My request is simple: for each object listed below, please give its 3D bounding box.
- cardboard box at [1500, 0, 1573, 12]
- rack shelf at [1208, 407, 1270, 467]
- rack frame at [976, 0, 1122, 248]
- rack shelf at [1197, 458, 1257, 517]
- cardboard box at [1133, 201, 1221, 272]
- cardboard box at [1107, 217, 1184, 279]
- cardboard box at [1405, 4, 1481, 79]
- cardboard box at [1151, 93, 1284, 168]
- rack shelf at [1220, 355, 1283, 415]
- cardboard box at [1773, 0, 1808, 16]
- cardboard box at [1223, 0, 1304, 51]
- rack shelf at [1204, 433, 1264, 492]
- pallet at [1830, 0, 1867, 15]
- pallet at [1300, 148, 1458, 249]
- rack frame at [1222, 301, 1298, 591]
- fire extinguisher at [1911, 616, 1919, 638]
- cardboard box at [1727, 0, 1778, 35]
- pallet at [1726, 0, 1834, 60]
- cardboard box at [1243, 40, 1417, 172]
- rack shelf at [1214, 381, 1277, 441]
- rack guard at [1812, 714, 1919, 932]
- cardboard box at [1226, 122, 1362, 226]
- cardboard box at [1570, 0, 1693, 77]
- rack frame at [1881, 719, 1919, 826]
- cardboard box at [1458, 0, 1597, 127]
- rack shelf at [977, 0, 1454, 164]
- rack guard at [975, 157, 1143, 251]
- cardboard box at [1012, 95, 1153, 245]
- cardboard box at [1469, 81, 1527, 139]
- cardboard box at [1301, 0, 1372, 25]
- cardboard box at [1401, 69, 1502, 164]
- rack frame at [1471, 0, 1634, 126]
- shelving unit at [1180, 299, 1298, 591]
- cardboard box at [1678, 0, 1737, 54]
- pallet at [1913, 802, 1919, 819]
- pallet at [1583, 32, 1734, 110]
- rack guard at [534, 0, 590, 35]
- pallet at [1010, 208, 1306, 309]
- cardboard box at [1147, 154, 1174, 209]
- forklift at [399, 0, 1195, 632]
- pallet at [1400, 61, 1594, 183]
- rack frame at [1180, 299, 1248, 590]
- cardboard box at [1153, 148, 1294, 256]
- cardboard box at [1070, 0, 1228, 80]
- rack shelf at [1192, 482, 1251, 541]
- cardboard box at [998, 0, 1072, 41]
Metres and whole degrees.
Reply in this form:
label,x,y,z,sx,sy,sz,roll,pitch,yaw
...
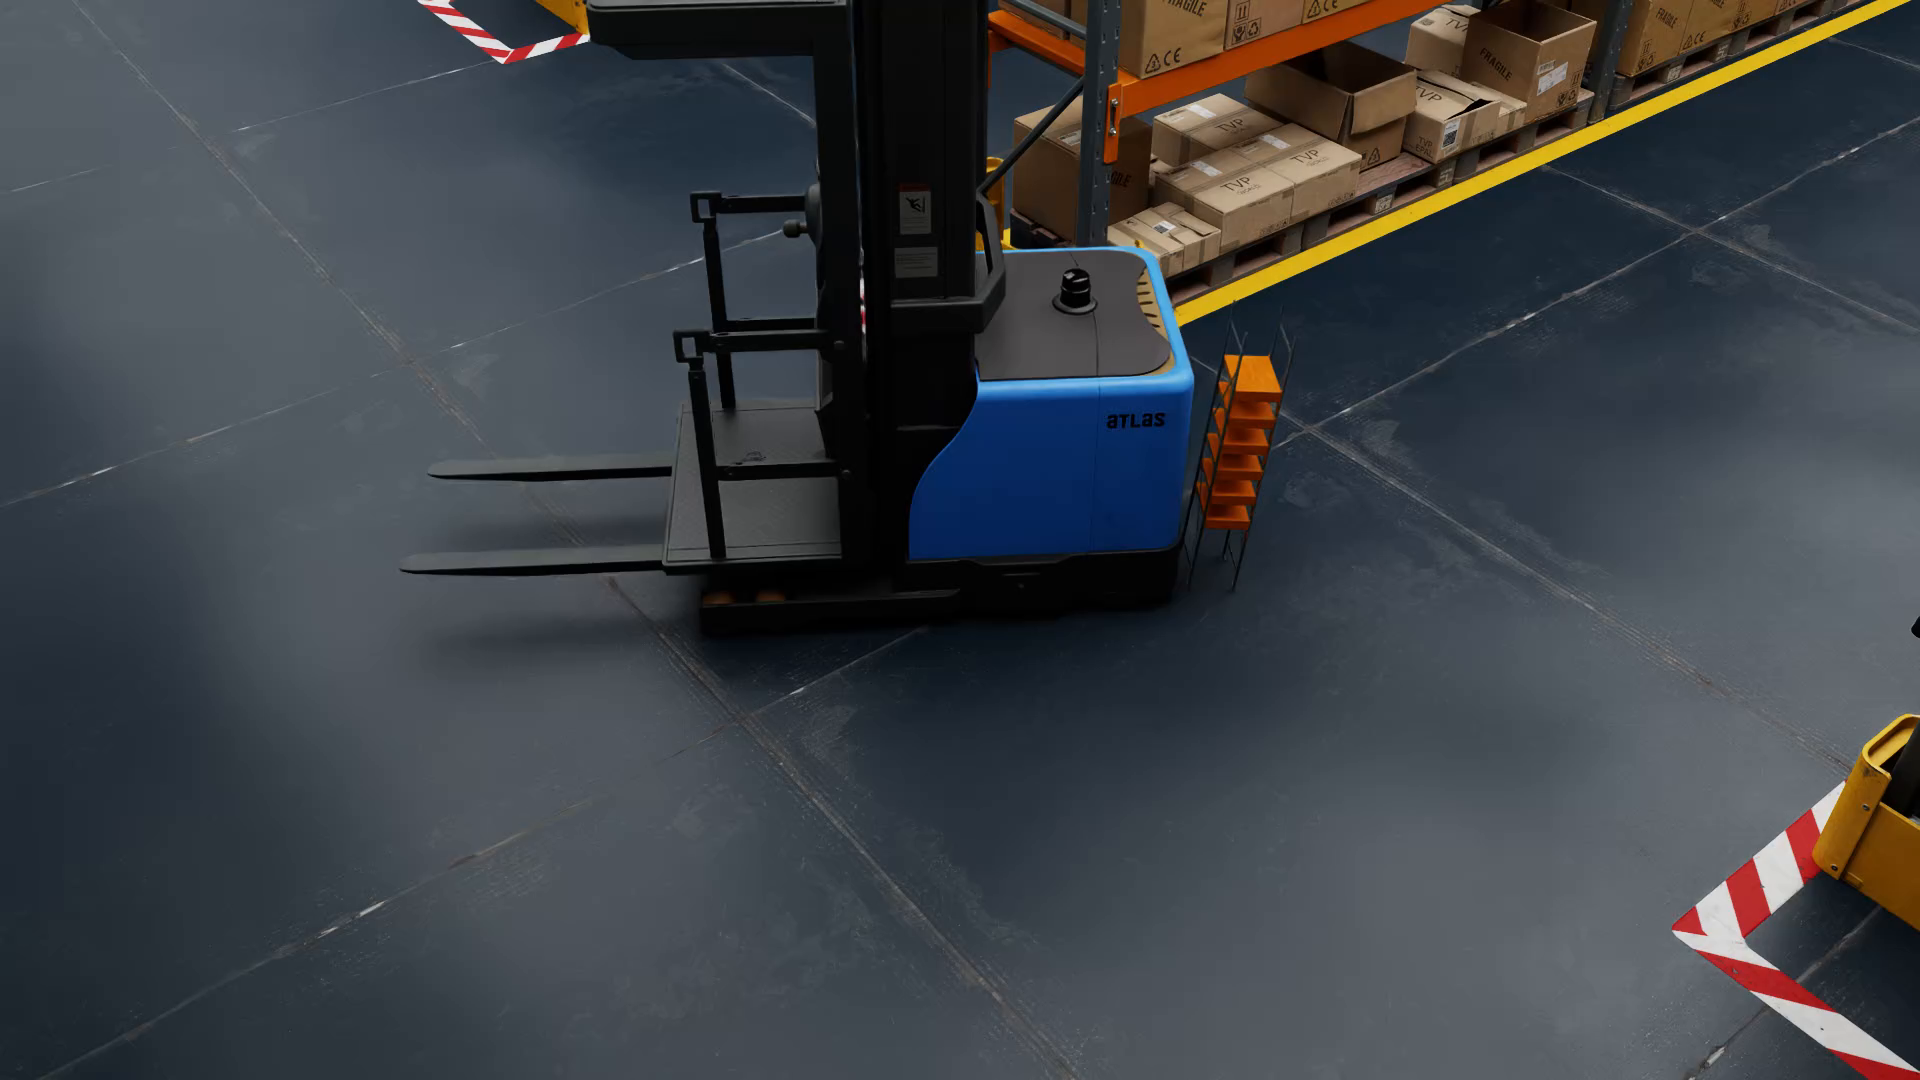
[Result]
label,x,y,z,sx,sy,sz,roll,pitch,yaw
cardboard box,3.724,-3.445,10.372,0.500,0.500,0.500,-26,46,-28
rack shelf,1.056,-0.396,6.321,0.180,0.103,0.258,2,39,-6
rack frame,0.336,-2.361,7.426,0.127,3.000,1.000,-26,46,-28
rack shelf,1.036,-0.210,6.472,0.180,0.103,0.258,2,39,-6
cardboard box,1.076,-1.521,8.290,0.250,0.166,0.380,-26,46,-28
cardboard box,0.878,-1.418,8.177,0.250,0.149,0.380,-26,46,-28
cardboard box,3.043,-2.984,9.959,0.500,0.311,0.500,-26,46,-28
cardboard box,1.389,-2.154,8.995,0.500,0.250,0.500,-26,46,-28
rack shelf,1.076,-0.581,6.170,0.180,0.103,0.258,2,39,-6
cardboard box,5.258,-3.771,10.769,0.500,0.500,0.500,-28,47,-30
cardboard box,1.255,-2.640,7.688,0.500,0.500,0.500,-26,46,-28
rack shelf,1.046,-0.303,6.397,0.180,0.103,0.258,2,39,-6
pallet,6.064,-4.105,11.751,1.213,0.211,1.003,-26,46,-28
pallet,1.995,-2.089,9.294,1.213,0.211,1.003,-26,46,-28
rack frame,1.141,-0.334,6.378,0.006,1.200,0.240,2,39,-6
fire extinguisher,2.957,0.129,4.746,0.183,0.674,0.296,-26,46,-28
cardboard box,4.857,-3.576,10.531,0.500,0.500,0.500,-25,46,-28
pallet,5.098,-3.636,11.179,1.213,0.211,1.003,-26,46,-28
cardboard box,2.021,-2.383,9.075,0.637,0.503,0.797,-26,46,-28
rack shelf,1.066,-0.488,6.246,0.180,0.103,0.258,2,39,-6
rack guard,3.339,1.105,5.173,0.348,0.500,1.175,-26,46,-28
cardboard box,1.733,-1.922,8.712,0.500,0.250,0.500,-26,46,-28
cardboard box,4.040,-3.175,10.042,0.500,0.500,0.500,-28,47,-30
rack frame,3.358,0.129,4.391,0.127,3.000,1.000,-26,46,-28
cardboard box,3.229,-2.748,9.522,0.500,0.500,0.500,-26,46,-28
rack shelf,1.922,-2.856,8.596,4.000,0.370,1.077,-26,46,-28
rack guard,0.397,-1.424,8.255,0.348,0.500,1.175,-26,46,-28
cardboard box,0.617,-1.898,8.487,0.500,0.500,0.500,-26,46,-28
cardboard box,2.968,-2.437,9.419,0.250,0.149,0.380,-26,46,-28
cardboard box,1.654,-2.833,7.923,0.500,0.500,0.500,-26,46,-28
cardboard box,2.634,-2.385,9.228,0.500,0.311,0.500,-26,46,-28
rack frame,3.508,-3.907,9.311,0.127,3.000,1.000,-26,46,-28
shelving unit,1.050,-0.337,6.369,0.189,1.200,0.258,2,39,-6
cardboard box,4.456,-3.387,10.300,0.500,0.500,0.500,-25,46,-28
pallet,3.944,0.859,5.700,1.213,0.211,1.003,-26,46,-28
pallet,4.130,-3.162,10.601,1.213,0.211,1.003,-26,46,-28
rack guard,-2.690,-3.871,11.238,0.348,0.500,1.175,-26,46,-28
pallet,1.028,-1.621,8.723,1.213,0.211,1.003,-26,46,-28
cardboard box,0.993,-1.881,8.728,0.250,0.166,0.380,-26,46,-28
forklift,-0.680,-1.122,5.970,3.031,2.935,1.130,-2,39,-3
pallet,2.963,-2.564,9.872,1.213,0.211,1.003,-26,46,-28
rack frame,0.959,-0.340,6.360,0.006,1.200,0.240,2,39,-6
cardboard box,1.337,-1.729,8.476,0.500,0.250,0.500,-26,46,-28
cardboard box,0.849,-2.438,7.442,0.500,0.500,0.500,-25,46,-27
rack shelf,1.026,-0.117,6.547,0.180,0.103,0.258,2,39,-6
cardboard box,0.526,-2.709,7.772,0.500,0.500,0.500,-25,45,-27
